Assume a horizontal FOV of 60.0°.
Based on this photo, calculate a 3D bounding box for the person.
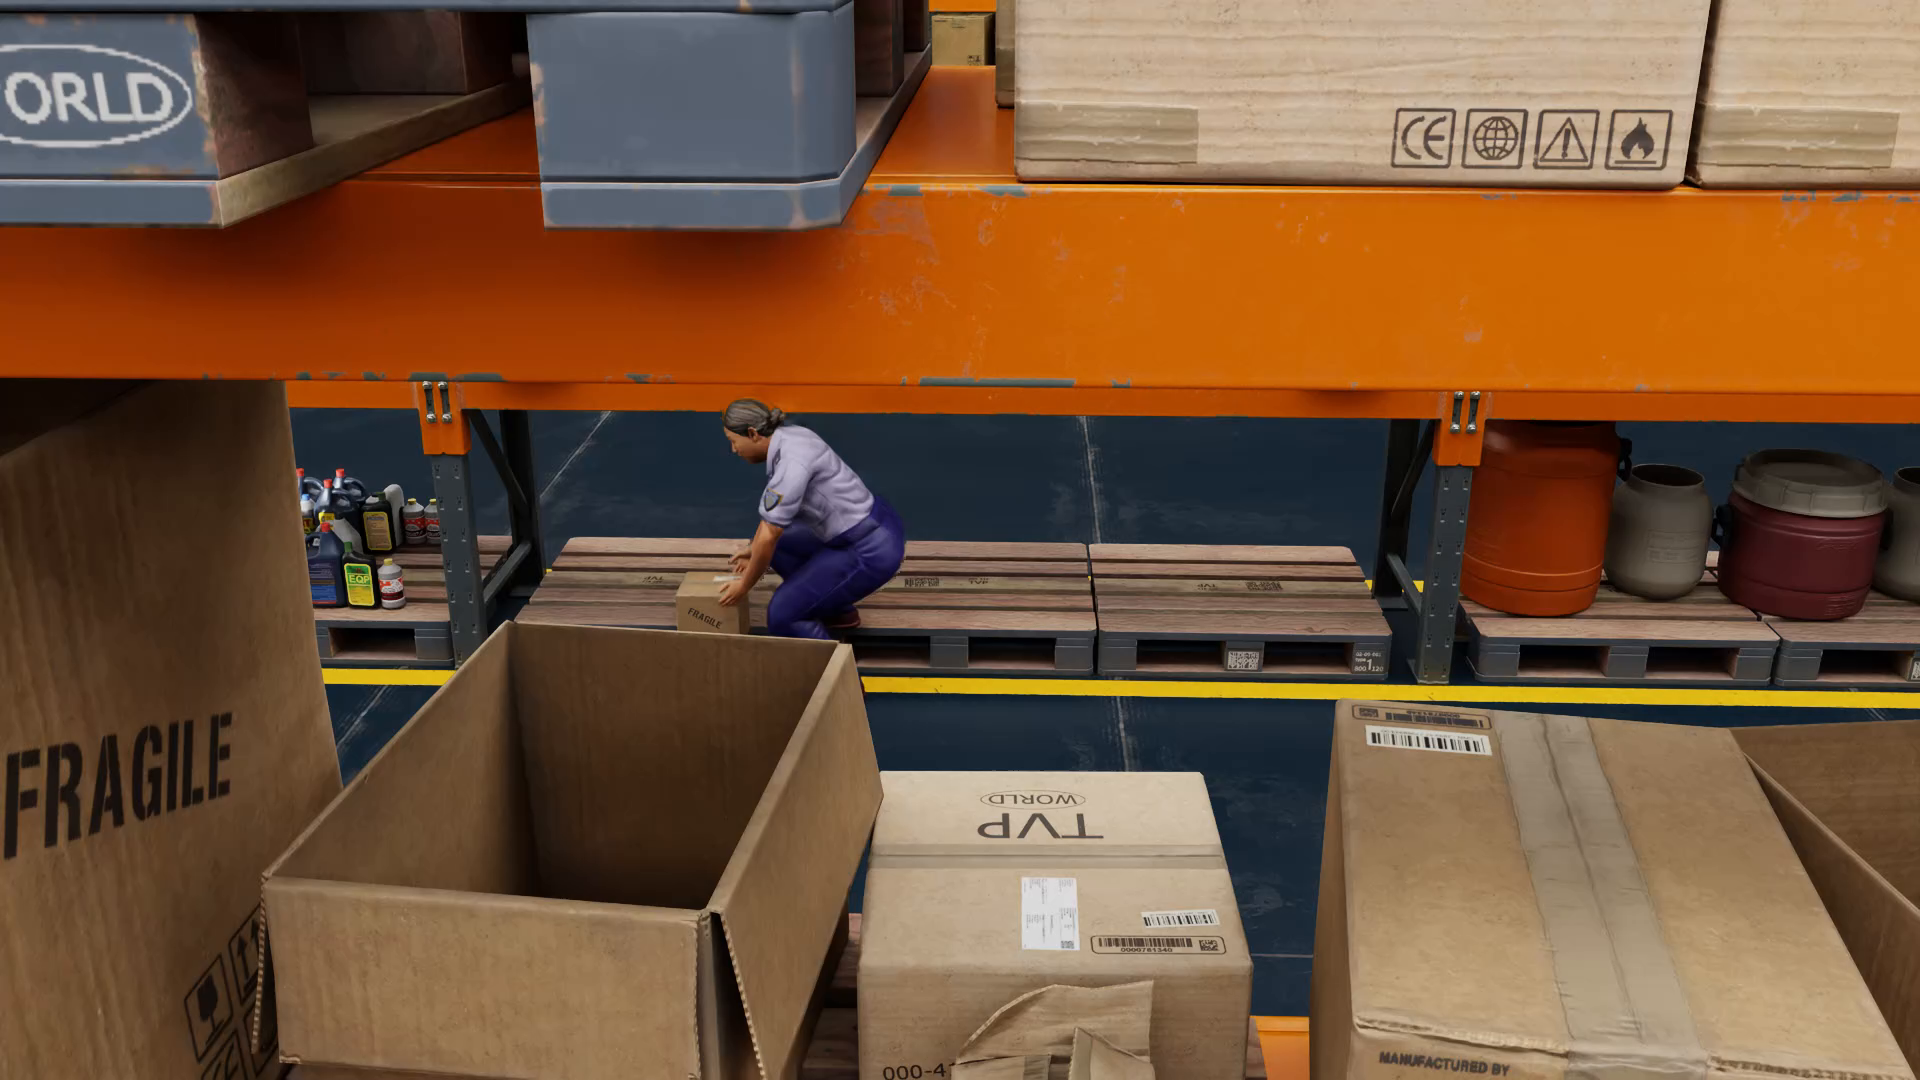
[{"bbox_3d":[-0.582,0.036,6.586,0.738,1.239,0.542,1,21,2],"label":"person"}]
